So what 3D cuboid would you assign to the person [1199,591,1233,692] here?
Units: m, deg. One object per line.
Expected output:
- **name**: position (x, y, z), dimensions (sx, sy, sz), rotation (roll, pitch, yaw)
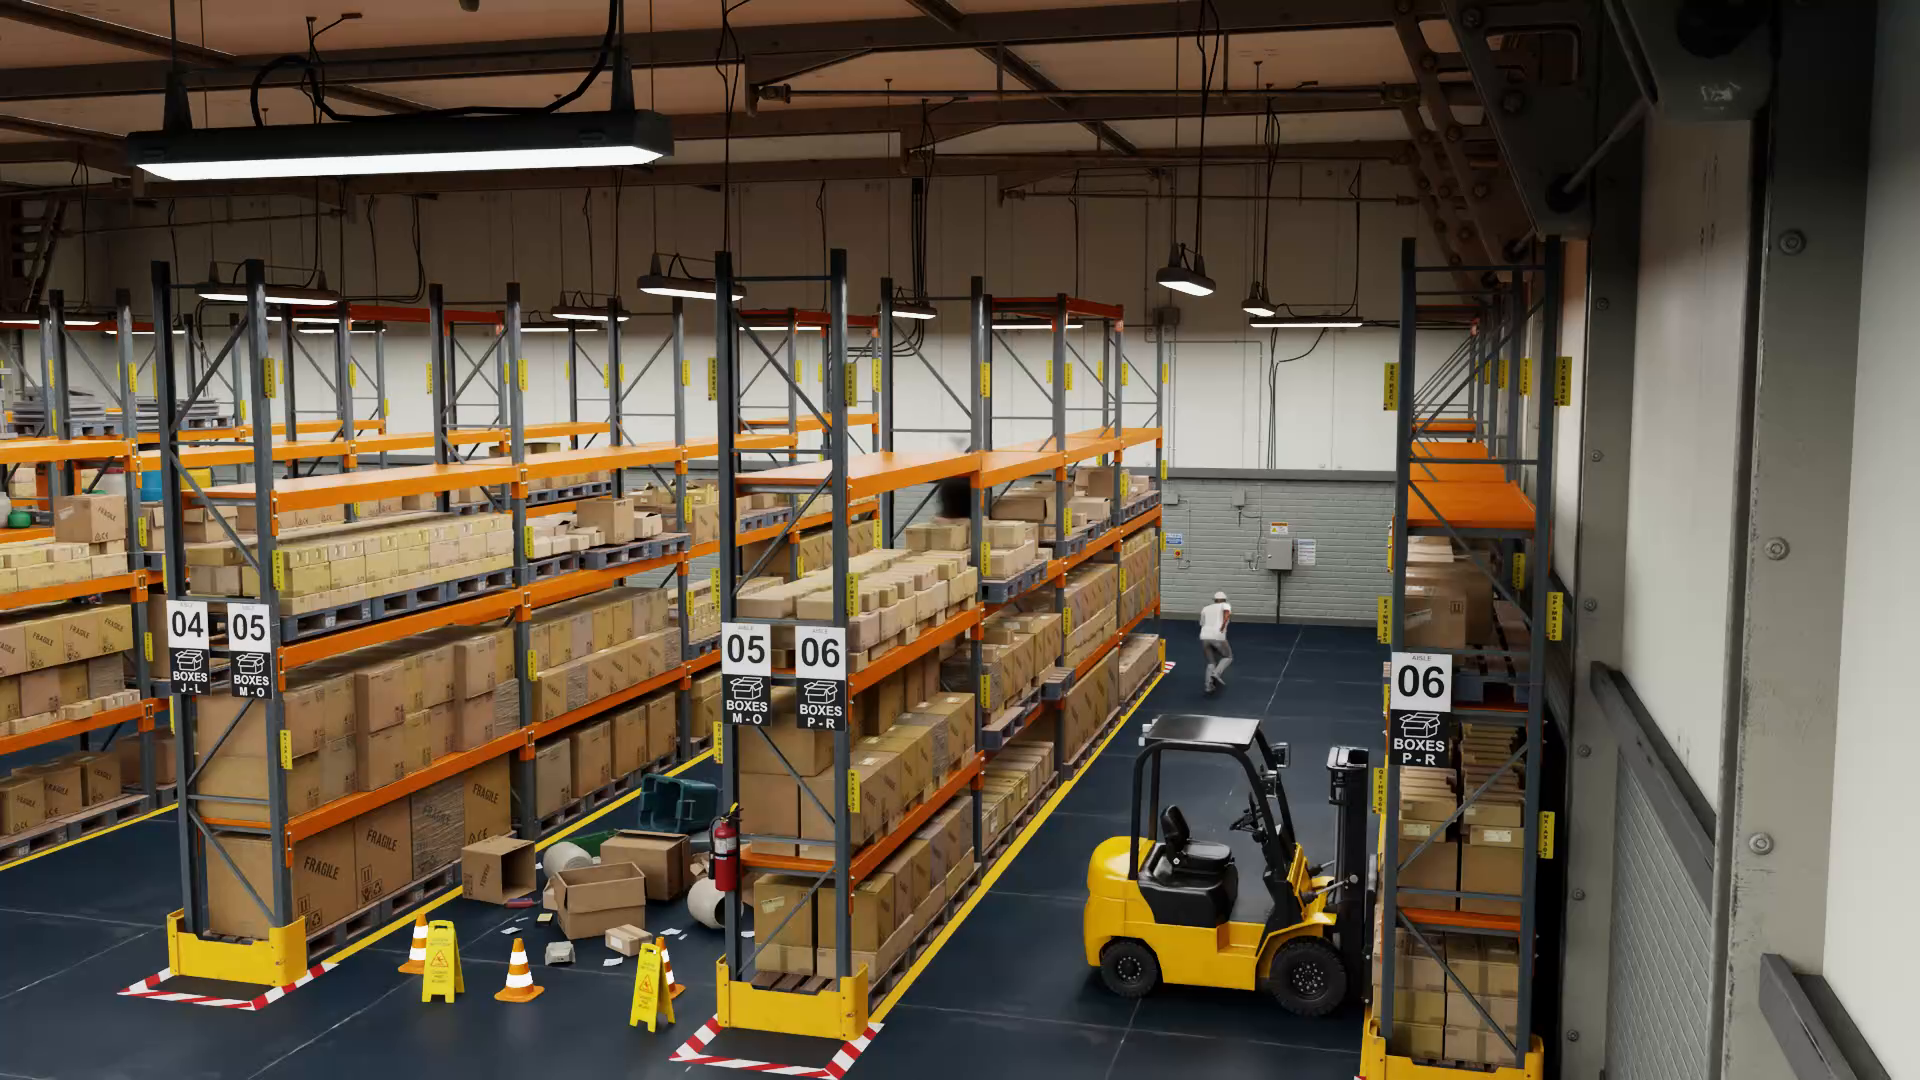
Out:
- **person**: position (4.063, 1.607, 26.440), dimensions (0.710, 1.509, 0.999), rotation (4, 7, 35)
